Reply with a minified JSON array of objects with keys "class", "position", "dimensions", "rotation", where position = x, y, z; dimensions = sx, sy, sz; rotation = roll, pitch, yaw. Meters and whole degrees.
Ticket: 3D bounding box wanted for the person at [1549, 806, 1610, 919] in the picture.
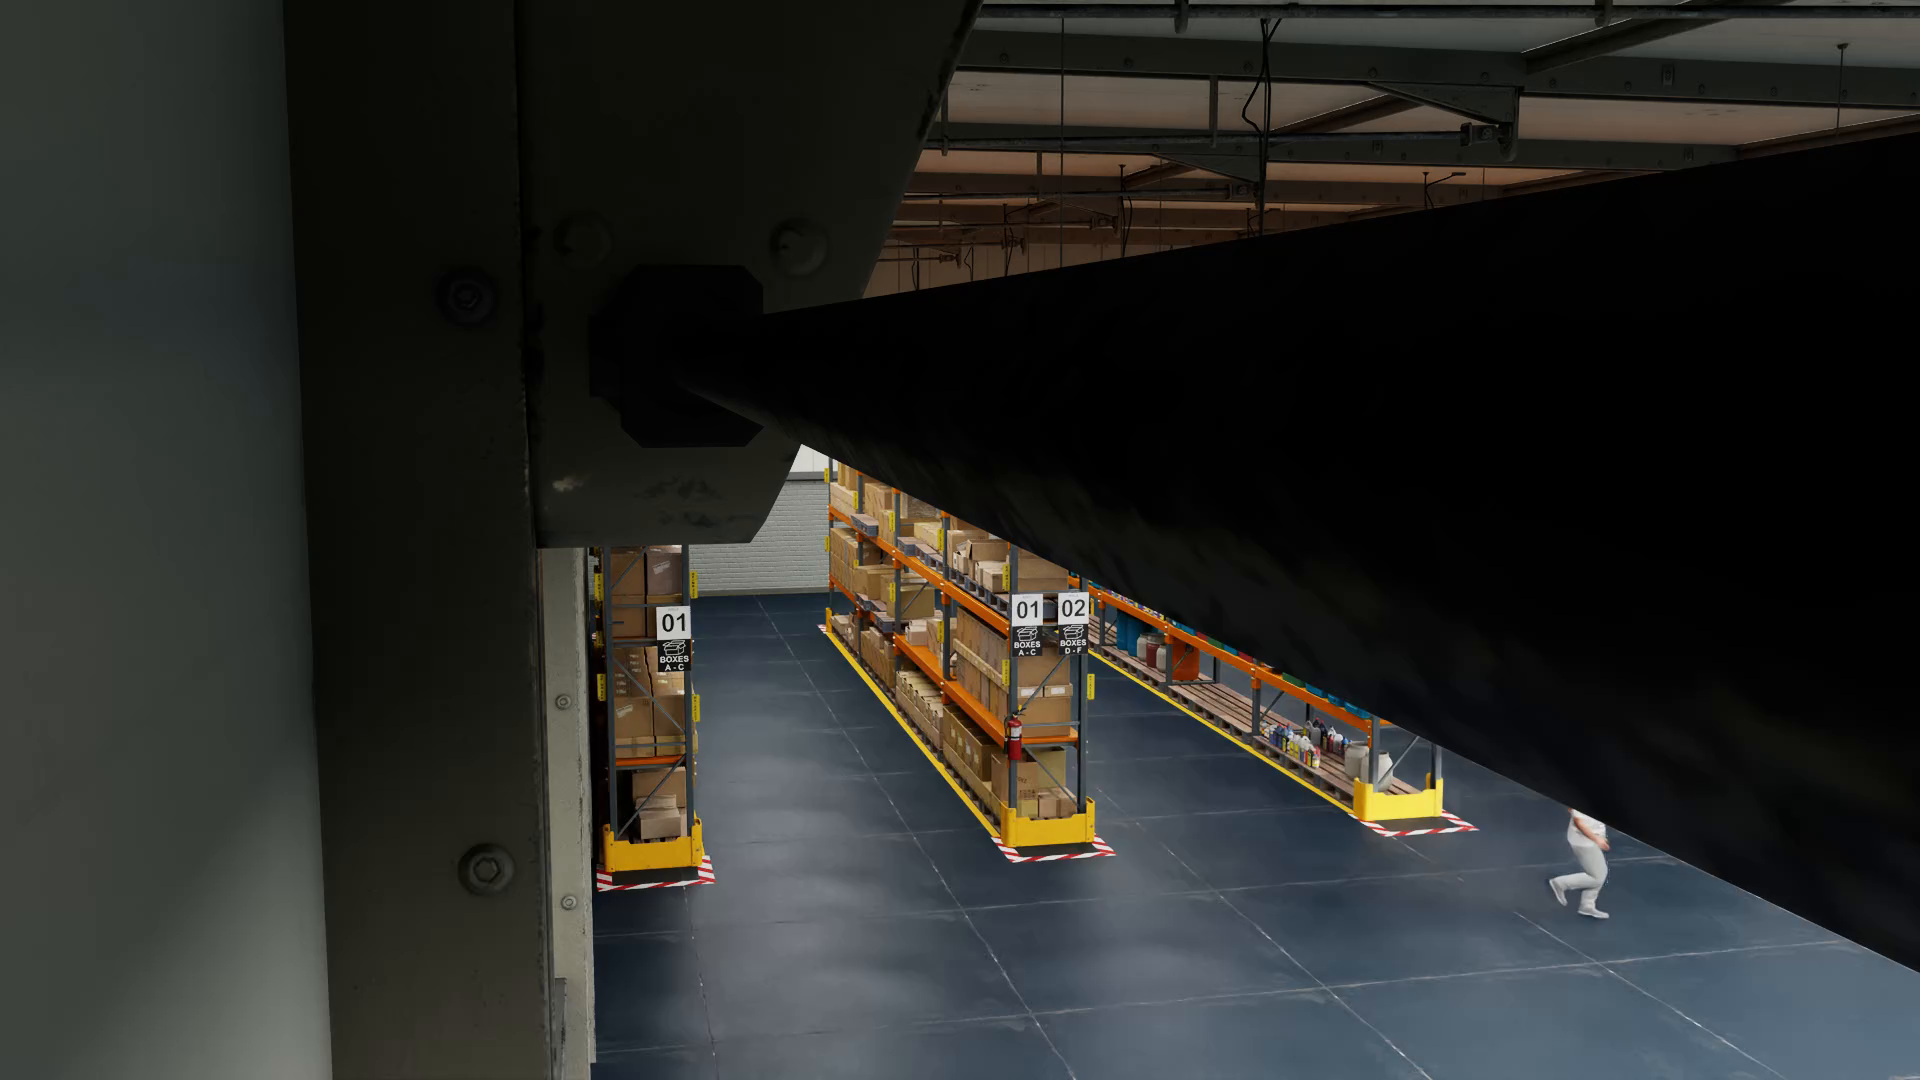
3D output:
[{"class":"person","position":[6.854,3.308,18.358],"dimensions":[0.657,1.749,0.671],"rotation":[2,7,13]}]
